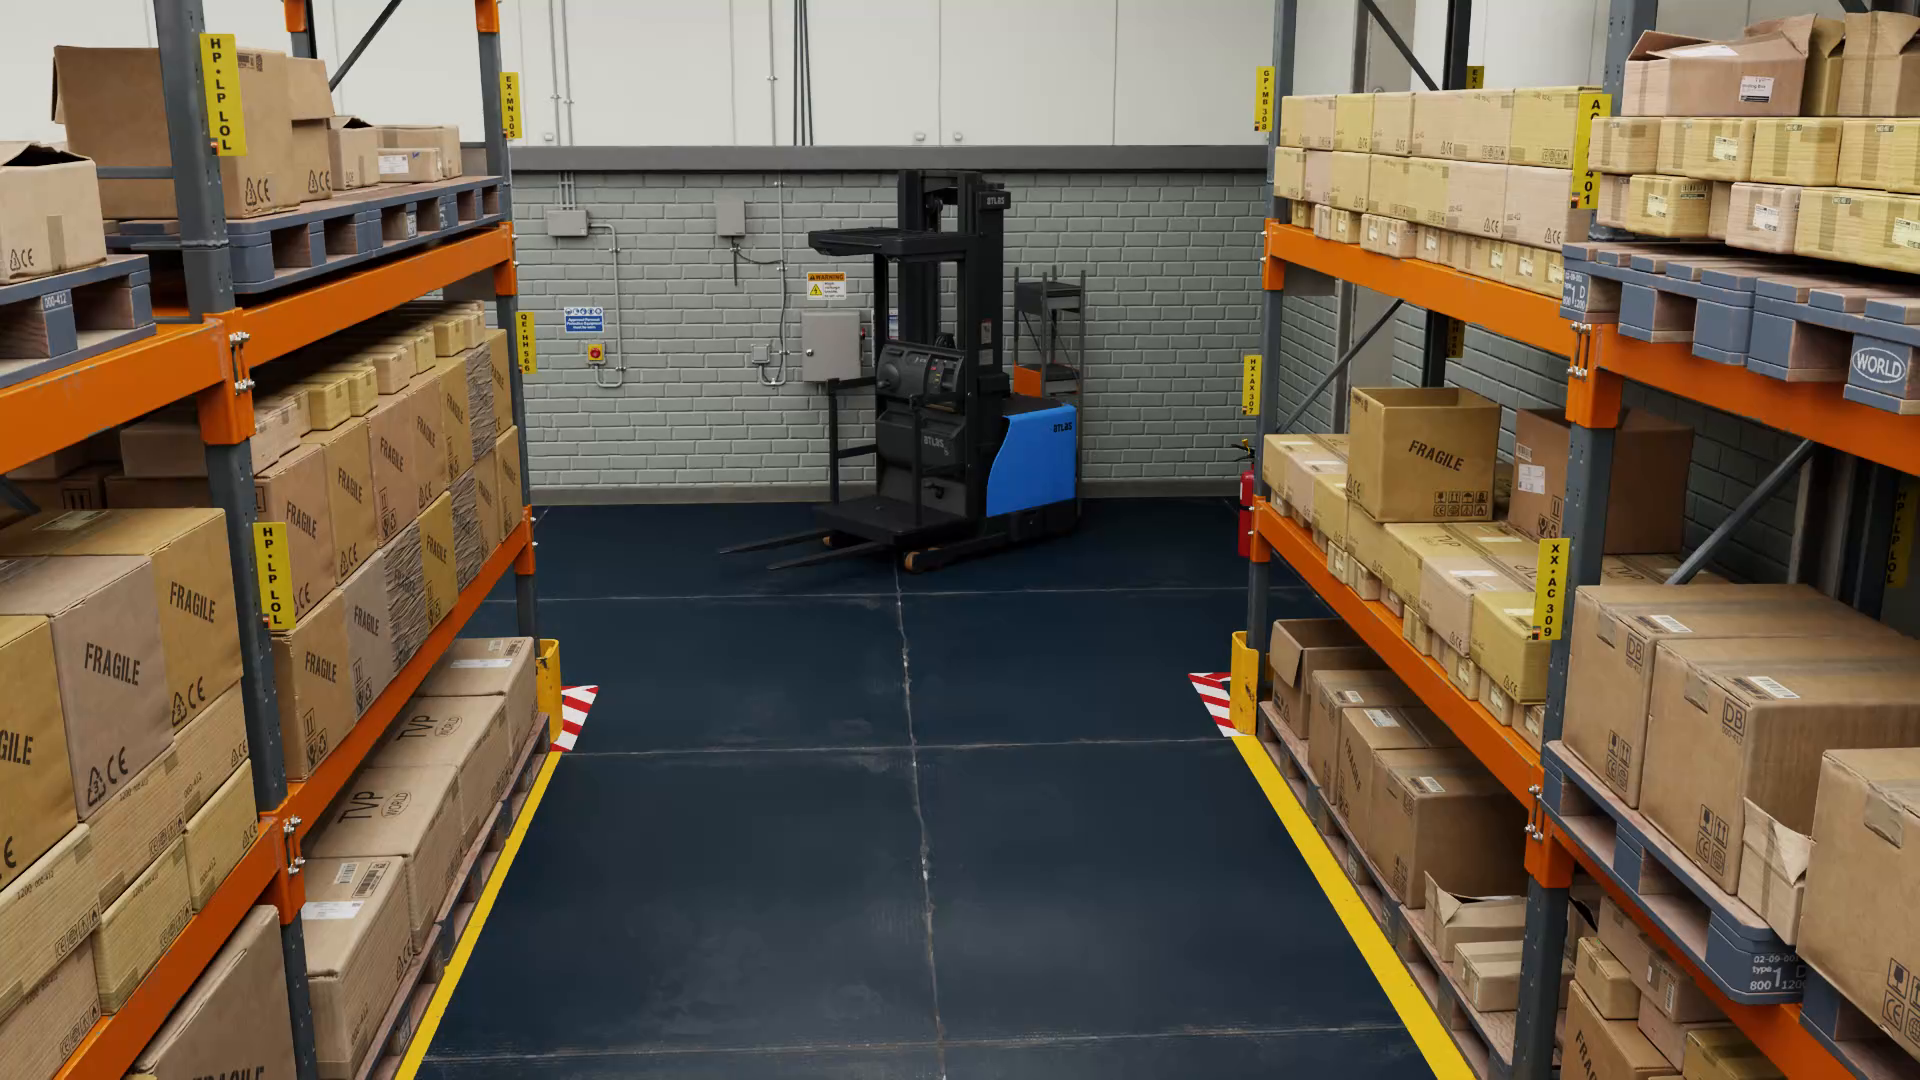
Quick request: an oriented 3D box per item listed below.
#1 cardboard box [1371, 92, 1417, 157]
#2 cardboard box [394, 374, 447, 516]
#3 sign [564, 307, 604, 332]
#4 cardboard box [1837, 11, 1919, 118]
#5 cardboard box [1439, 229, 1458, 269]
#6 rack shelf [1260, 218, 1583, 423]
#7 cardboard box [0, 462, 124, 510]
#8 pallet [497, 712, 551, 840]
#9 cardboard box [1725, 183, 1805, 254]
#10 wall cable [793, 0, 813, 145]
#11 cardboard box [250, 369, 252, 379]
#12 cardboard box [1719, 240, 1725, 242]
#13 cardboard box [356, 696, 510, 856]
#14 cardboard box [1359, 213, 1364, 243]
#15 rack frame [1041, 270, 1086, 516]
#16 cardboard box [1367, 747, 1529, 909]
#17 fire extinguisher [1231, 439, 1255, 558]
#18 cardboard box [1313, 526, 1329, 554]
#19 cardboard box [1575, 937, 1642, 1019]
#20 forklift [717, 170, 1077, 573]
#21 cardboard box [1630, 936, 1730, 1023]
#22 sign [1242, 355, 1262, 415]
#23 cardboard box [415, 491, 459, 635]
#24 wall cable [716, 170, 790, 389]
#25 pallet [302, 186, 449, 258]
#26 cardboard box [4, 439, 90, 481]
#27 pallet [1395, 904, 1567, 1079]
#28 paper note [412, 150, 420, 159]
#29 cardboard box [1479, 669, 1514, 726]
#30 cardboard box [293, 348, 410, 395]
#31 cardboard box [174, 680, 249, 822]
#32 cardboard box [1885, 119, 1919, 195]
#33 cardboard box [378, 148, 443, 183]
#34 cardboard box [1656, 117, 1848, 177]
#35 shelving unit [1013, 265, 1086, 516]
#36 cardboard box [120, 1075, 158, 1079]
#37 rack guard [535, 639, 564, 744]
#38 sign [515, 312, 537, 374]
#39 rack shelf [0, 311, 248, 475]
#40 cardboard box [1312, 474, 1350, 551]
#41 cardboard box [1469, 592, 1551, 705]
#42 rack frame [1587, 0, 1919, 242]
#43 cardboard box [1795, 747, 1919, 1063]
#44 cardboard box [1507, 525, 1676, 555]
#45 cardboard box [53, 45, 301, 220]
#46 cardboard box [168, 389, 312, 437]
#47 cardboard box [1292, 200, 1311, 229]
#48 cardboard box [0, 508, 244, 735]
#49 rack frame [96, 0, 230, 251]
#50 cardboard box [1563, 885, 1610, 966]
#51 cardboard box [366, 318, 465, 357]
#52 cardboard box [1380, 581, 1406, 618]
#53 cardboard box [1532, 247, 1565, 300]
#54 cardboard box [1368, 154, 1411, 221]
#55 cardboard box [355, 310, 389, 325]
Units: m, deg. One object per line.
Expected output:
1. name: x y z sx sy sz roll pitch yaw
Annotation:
1. cardboard box: 2.008 -1.705 6.816 0.500 0.250 0.500 0 14 -2
2. cardboard box: -2.436 -0.393 6.826 0.500 0.500 0.500 -1 14 -4
3. sign: -3.246 -1.901 14.354 0.327 0.218 0.001 -1 14 -3
4. cardboard box: 2.517 -1.224 4.277 0.396 0.266 0.258 -1 14 -3
5. cardboard box: 2.045 -1.109 6.300 0.380 0.149 0.250 0 14 -2
6. rack shelf: 2.256 -1.039 6.967 1.077 0.370 4.000 -1 14 -3
7. cardboard box: -2.879 -0.005 5.319 0.500 0.500 0.500 -1 14 -4
8. pallet: -2.694 1.194 8.462 1.003 0.211 1.213 -1 14 -3
9. cardboard box: 2.027 -0.749 3.857 0.380 0.149 0.250 -1 14 -3
10. wall cable: 0.078 -4.733 13.785 2.988 3.039 0.133 -1 14 -3
11. cardboard box: -2.957 -0.658 6.553 0.380 0.149 0.250 -1 14 -3
12. cardboard box: 2.633 -1.091 5.432 0.500 0.250 0.500 -1 14 -5
13. cardboard box: -2.616 1.073 7.634 0.875 0.438 0.875 0 14 -2
14. cardboard box: 1.974 -1.362 7.284 0.380 0.149 0.250 -1 14 -4
15. rack frame: 0.861 -1.206 13.999 0.400 2.100 0.015 -7 16 -26
16. cardboard box: 2.154 1.201 7.014 0.700 0.500 0.500 -1 14 -6
17. fire extinguisher: 1.662 -0.243 9.355 0.296 0.674 0.183 -1 14 -3
18. cardboard box: 1.946 -0.033 8.138 0.380 0.149 0.250 0 14 -2
19. cardboard box: 2.137 1.350 5.133 0.380 0.149 0.250 0 14 -1
20. forklift: -0.463 -1.313 12.747 3.031 2.935 1.130 -13 19 -41
21. cardboard box: 2.201 1.269 4.848 0.380 0.149 0.250 -2 15 -6
22. sign: 1.591 -0.842 9.044 0.100 0.325 0.005 -1 14 -3
23. cardboard box: -2.425 0.094 6.939 0.500 0.500 0.500 0 14 -2
24. wall cable: -1.780 -2.273 14.301 0.588 1.984 0.122 -1 14 -3
25. pallet: -2.687 -1.275 6.621 1.003 0.211 1.213 -1 14 -3
26. cardboard box: -2.911 -0.278 5.077 0.380 0.149 0.250 -1 14 -5
27. pallet: 2.338 1.743 6.329 1.003 0.211 1.213 -1 14 -3
28. paper note: -2.111 -1.499 6.461 0.006 0.032 0.123 -1 14 -3
29. cardboard box: 2.070 0.545 5.892 0.380 0.149 0.250 0 14 -2
30. cardboard box: -2.410 -0.668 6.592 0.380 0.149 0.250 -1 14 -3
31. cardboard box: -2.304 0.577 4.561 0.500 0.250 0.500 -1 14 -3
32. cardboard box: 2.109 -0.763 3.317 0.380 0.149 0.250 -1 14 -3
33. cardboard box: -2.598 -1.723 7.645 0.380 0.149 0.250 -2 15 -8
34. cardboard box: 2.048 -1.017 4.305 0.380 0.149 0.250 -1 14 -3
35. shelving unit: 0.752 -1.260 14.211 0.431 2.100 0.503 -7 16 -26
36. cardboard box: -2.392 1.844 3.762 0.875 0.875 0.875 0 14 -2
37. rack guard: -2.823 0.851 9.217 1.175 0.500 0.348 -1 14 -3
38. sign: -2.279 -1.034 8.728 0.100 0.325 0.005 -1 14 -3
39. rack shelf: -2.450 0.034 2.799 1.077 0.370 4.000 -1 14 -3
40. cardboard box: 1.957 -0.135 7.734 0.500 0.250 0.500 -1 14 -4
41. cardboard box: 2.105 0.369 5.777 0.500 0.250 0.500 -1 14 -2
42. rack frame: 2.380 -2.342 4.570 1.000 3.000 0.127 -1 14 -3
43. cardboard box: 2.267 0.759 3.513 0.700 0.500 0.500 -1 14 -4
44. cardboard box: 2.551 0.111 6.778 0.500 0.250 0.500 -1 14 -2
45. cardboard box: -2.401 -1.262 5.146 0.500 0.500 0.500 -1 14 -2
46. cardboard box: -2.424 -0.415 5.611 0.380 0.149 0.250 -1 14 -4
47. cardboard box: 1.920 -1.680 8.520 0.380 0.149 0.250 -1 14 -2
48. cardboard box: -2.296 0.215 4.463 0.500 0.500 0.500 0 14 -2
49. rack frame: -2.574 -2.265 4.269 1.000 3.000 0.127 -1 14 -3
50. cardboard box: 2.575 1.494 6.253 0.500 0.311 0.500 0 14 -1
51. cardboard box: -2.485 -0.926 7.596 0.380 0.149 0.250 -1 14 -2
52. cardboard box: 2.030 0.225 7.135 0.380 0.149 0.250 -1 14 -4
53. cardboard box: 2.063 -0.853 5.305 0.380 0.149 0.250 -1 14 -4
54. cardboard box: 2.013 -1.459 6.863 0.500 0.250 0.500 -1 14 -4
55. cardboard box: -2.989 -1.044 8.056 0.380 0.149 0.250 -1 14 -2
